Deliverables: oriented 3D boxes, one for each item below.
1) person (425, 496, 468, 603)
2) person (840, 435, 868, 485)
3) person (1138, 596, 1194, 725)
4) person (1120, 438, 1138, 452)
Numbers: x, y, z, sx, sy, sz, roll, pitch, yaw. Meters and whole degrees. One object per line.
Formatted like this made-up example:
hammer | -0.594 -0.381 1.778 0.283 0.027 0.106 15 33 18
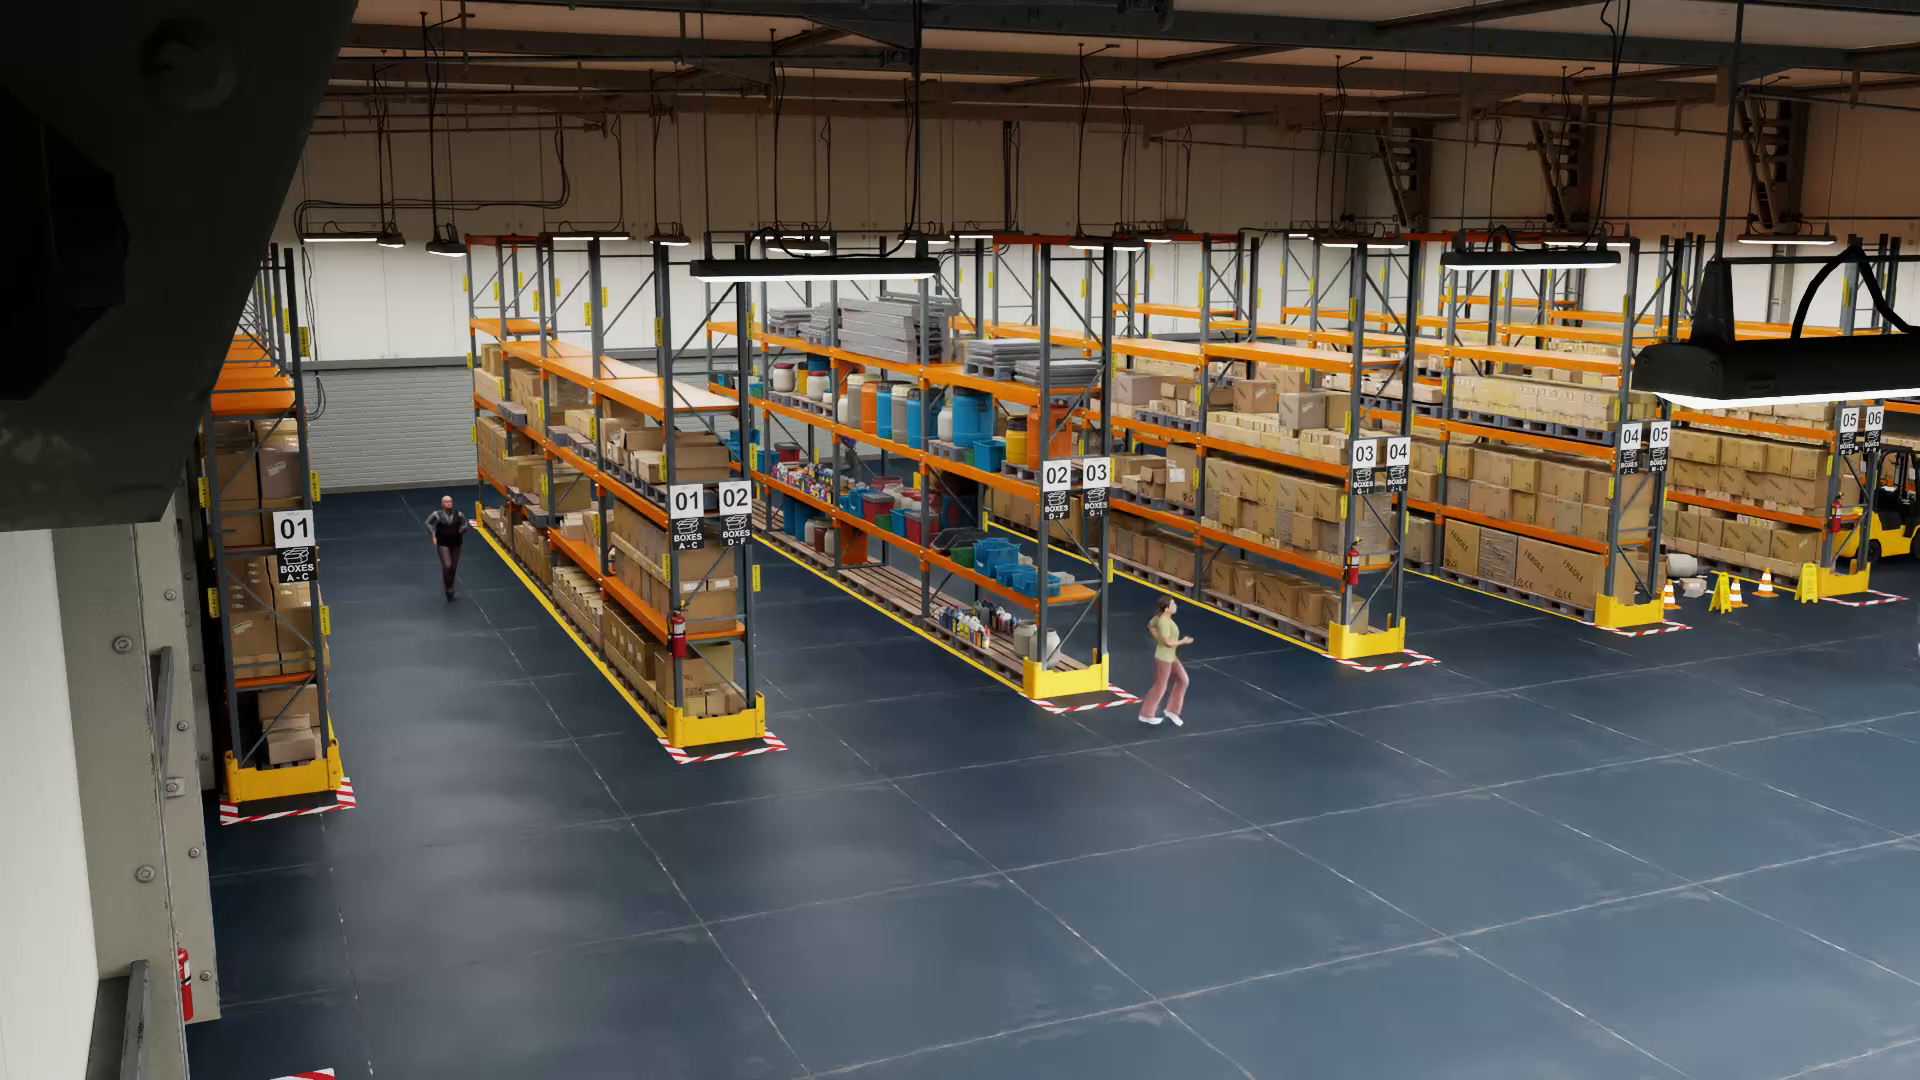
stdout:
person | -8.578 0.137 27.934 0.642 1.785 0.799 -8 13 -34
person | -2.630 -2.096 39.601 0.859 1.628 0.587 -1 11 -7
person | 2.593 1.533 20.883 0.677 1.714 0.592 2 11 11
person | 4.304 -2.523 42.068 0.468 1.568 0.838 5 12 23
